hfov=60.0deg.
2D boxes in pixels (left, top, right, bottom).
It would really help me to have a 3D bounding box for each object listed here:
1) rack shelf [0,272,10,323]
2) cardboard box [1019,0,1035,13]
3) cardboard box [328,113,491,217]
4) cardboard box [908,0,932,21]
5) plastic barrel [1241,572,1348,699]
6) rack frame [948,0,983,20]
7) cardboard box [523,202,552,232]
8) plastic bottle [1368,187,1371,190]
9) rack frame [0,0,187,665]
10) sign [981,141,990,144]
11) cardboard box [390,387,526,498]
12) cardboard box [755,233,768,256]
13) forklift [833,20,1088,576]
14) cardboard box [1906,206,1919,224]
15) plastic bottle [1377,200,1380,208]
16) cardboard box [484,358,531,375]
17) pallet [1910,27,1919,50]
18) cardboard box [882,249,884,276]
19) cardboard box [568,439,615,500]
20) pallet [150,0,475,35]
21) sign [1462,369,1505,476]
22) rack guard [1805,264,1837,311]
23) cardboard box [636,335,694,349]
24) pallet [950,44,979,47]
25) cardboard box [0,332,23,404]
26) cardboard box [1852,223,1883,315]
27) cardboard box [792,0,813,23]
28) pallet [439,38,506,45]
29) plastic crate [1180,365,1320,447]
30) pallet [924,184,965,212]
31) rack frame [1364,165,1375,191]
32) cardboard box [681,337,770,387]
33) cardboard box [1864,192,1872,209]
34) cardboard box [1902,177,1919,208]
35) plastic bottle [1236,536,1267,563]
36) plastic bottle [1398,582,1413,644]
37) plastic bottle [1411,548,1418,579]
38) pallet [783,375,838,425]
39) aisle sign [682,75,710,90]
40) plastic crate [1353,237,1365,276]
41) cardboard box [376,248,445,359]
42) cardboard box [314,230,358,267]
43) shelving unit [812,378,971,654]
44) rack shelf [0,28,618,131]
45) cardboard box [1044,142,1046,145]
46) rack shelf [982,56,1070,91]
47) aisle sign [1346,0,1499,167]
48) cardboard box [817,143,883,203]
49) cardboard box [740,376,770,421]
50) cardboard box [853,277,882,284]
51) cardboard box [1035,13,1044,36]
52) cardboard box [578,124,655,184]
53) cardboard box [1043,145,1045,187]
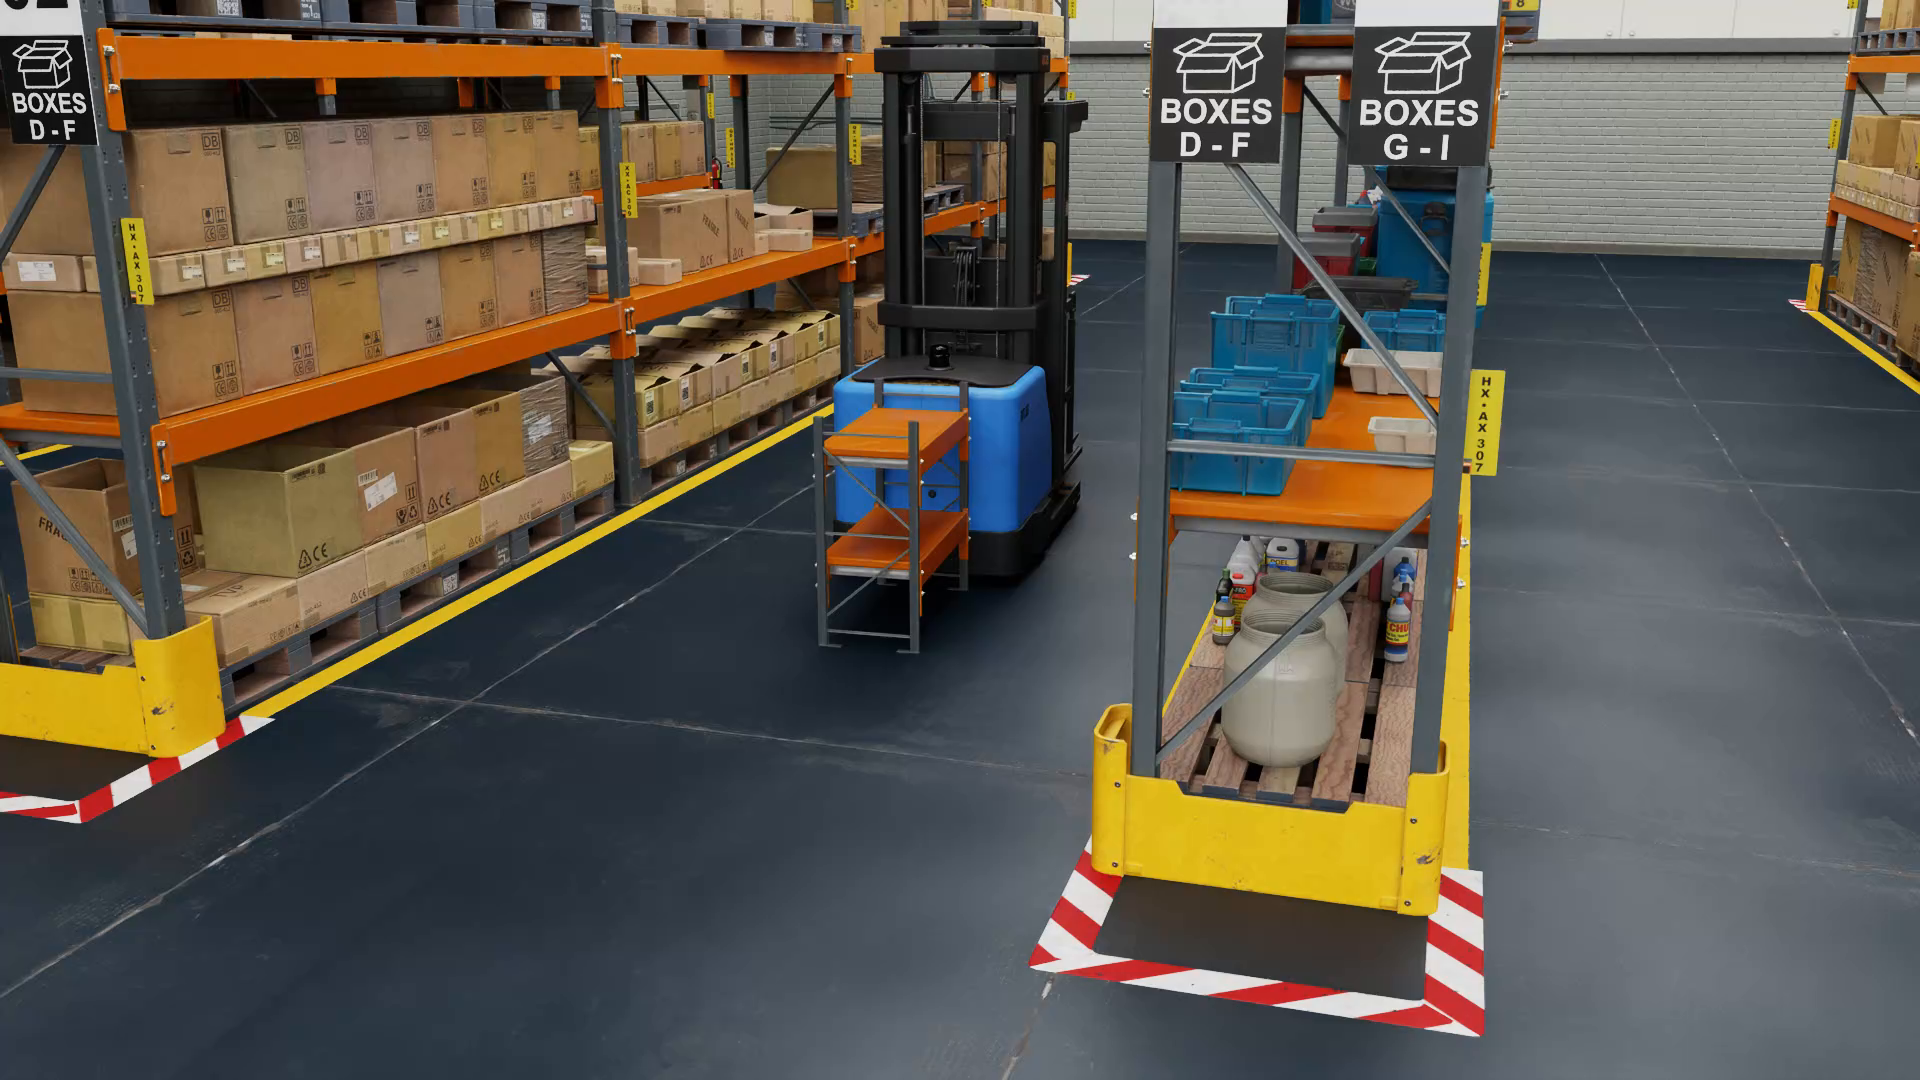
[{"bbox_3d":[-6.718,-2.261,13.621,1.077,0.370,4.000,5,16,16],"label":"rack shelf"},{"bbox_3d":[0.481,-6.413,19.430,0.700,0.500,0.500,5,16,16],"label":"cardboard box"},{"bbox_3d":[-2.941,-1.993,8.797,0.700,0.500,0.500,5,16,16],"label":"cardboard box"},{"bbox_3d":[-0.644,-5.232,16.145,0.600,0.600,0.600,4,16,15],"label":"cardboard box"},{"bbox_3d":[1.332,0.417,6.652,0.421,0.512,0.421,0,16,0],"label":"plastic barrel"},{"bbox_3d":[-0.262,-6.680,16.888,1.000,3.000,0.127,5,16,16],"label":"rack frame"},{"bbox_3d":[-2.552,-1.840,9.446,0.380,0.149,0.250,4,16,14],"label":"cardboard box"},{"bbox_3d":[3.935,-3.254,16.020,0.061,0.283,0.133,5,16,16],"label":"plastic bottle"},{"bbox_3d":[-3.672,-0.654,6.638,1.000,3.000,0.127,5,16,16],"label":"rack frame"},{"bbox_3d":[0.271,-4.308,17.400,0.100,0.325,0.005,5,16,16],"label":"sign"},{"bbox_3d":[-2.750,-0.541,9.135,0.500,0.500,0.500,5,16,16],"label":"cardboard box"},{"bbox_3d":[-1.707,-2.288,12.859,0.380,0.149,0.250,6,17,20],"label":"cardboard box"},{"bbox_3d":[0.147,-1.577,10.019,1.130,2.935,3.031,4,16,13],"label":"forklift"},{"bbox_3d":[9.007,-3.009,15.400,0.380,0.149,0.250,5,17,16],"label":"cardboard box"},{"bbox_3d":[3.684,-2.862,14.657,0.097,0.271,0.097,0,16,0],"label":"plastic bottle"},{"bbox_3d":[-2.968,-0.843,10.201,0.500,0.500,0.500,5,16,16],"label":"cardboard box"},{"bbox_3d":[9.477,-4.638,15.349,1.003,0.211,1.213,5,16,16],"label":"pallet"},{"bbox_3d":[-0.918,-2.794,16.583,0.500,0.250,0.500,5,16,16],"label":"cardboard box"},{"bbox_3d":[-2.458,-0.441,10.158,0.500,0.250,0.500,5,16,16],"label":"cardboard box"},{"bbox_3d":[-3.102,-2.558,8.015,1.003,0.211,1.213,5,16,16],"label":"pallet"},{"bbox_3d":[1.602,-0.358,5.088,0.100,0.325,0.005,5,16,16],"label":"sign"},{"bbox_3d":[10.378,-2.874,19.047,1.175,0.500,0.348,5,16,16],"label":"rack guard"},{"bbox_3d":[-2.263,-1.376,12.424,0.500,0.311,0.500,4,16,15],"label":"cardboard box"},{"bbox_3d":[-0.515,-4.981,16.740,1.213,0.211,1.003,5,16,16],"label":"pallet"},{"bbox_3d":[-7.093,-1.287,12.643,0.700,0.500,0.500,5,17,18],"label":"cardboard box"},{"bbox_3d":[10.008,-2.839,17.465,0.875,0.875,0.875,5,16,16],"label":"cardboard box"},{"bbox_3d":[-1.474,-4.197,13.137,0.500,0.250,0.500,3,16,12],"label":"cardboard box"},{"bbox_3d":[-5.226,-5.284,17.815,0.805,0.209,1.217,4,16,14],"label":"pallet"},{"bbox_3d":[1.121,-0.521,6.441,0.499,0.251,0.408,5,16,16],"label":"plastic crate"},{"bbox_3d":[-0.594,-3.500,17.025,1.003,0.211,1.213,5,16,16],"label":"pallet"},{"bbox_3d":[4.486,-3.408,16.349,1.000,3.000,0.127,5,16,16],"label":"rack frame"},{"bbox_3d":[-1.744,-1.341,12.300,0.500,0.311,0.500,5,17,17],"label":"cardboard box"},{"bbox_3d":[9.518,-3.480,17.062,0.380,0.149,0.250,4,16,14],"label":"cardboard box"},{"bbox_3d":[9.108,-3.231,15.453,0.500,0.250,0.500,4,16,15],"label":"cardboard box"},{"bbox_3d":[1.411,0.087,8.074,0.144,0.351,0.185,4,16,15],"label":"plastic bottle"},{"bbox_3d":[1.971,0.318,7.382,0.061,0.283,0.133,5,17,17],"label":"plastic bottle"},{"bbox_3d":[2.159,0.073,8.123,0.144,0.351,0.185,5,16,16],"label":"plastic bottle"},{"bbox_3d":[-1.670,-1.193,13.649,1.003,0.211,1.213,5,16,16],"label":"pallet"},{"bbox_3d":[-3.568,-6.469,22.376,0.394,0.787,0.004,5,16,16],"label":"aisle sign"},{"bbox_3d":[2.228,-1.620,10.074,0.392,0.384,0.575,5,16,16],"label":"plastic crate"},{"bbox_3d":[-3.090,-1.228,8.480,0.700,0.500,0.500,5,17,18],"label":"cardboard box"},{"bbox_3d":[-3.063,-1.370,7.791,0.380,0.149,0.250,4,16,14],"label":"cardboard box"},{"bbox_3d":[-0.319,-0.153,8.307,0.538,1.125,1.048,4,16,13],"label":"shelving unit"},{"bbox_3d":[-3.104,-2.274,8.171,1.077,0.370,4.000,5,16,16],"label":"rack shelf"},{"bbox_3d":[0.726,-4.963,19.814,0.500,0.500,0.500,5,17,17],"label":"cardboard box"},{"bbox_3d":[0.306,-5.414,19.240,1.077,0.370,4.000,5,16,16],"label":"rack shelf"},{"bbox_3d":[1.336,-1.478,4.779,0.394,0.787,0.004,5,16,16],"label":"aisle sign"},{"bbox_3d":[-0.885,-3.395,15.349,0.700,0.500,0.500,8,18,26],"label":"cardboard box"},{"bbox_3d":[-1.747,-1.068,12.368,0.500,0.250,0.500,5,17,17],"label":"cardboard box"},{"bbox_3d":[-1.068,-2.292,16.188,0.500,0.500,0.500,4,16,14],"label":"cardboard box"},{"bbox_3d":[0.685,-6.036,19.474,0.500,0.250,0.500,5,16,16],"label":"cardboard box"},{"bbox_3d":[-4.433,-4.843,20.858,0.980,0.700,0.700,4,16,13],"label":"cardboard box"},{"bbox_3d":[0.717,-4.484,19.957,0.500,0.500,0.500,5,17,16],"label":"cardboard box"}]
